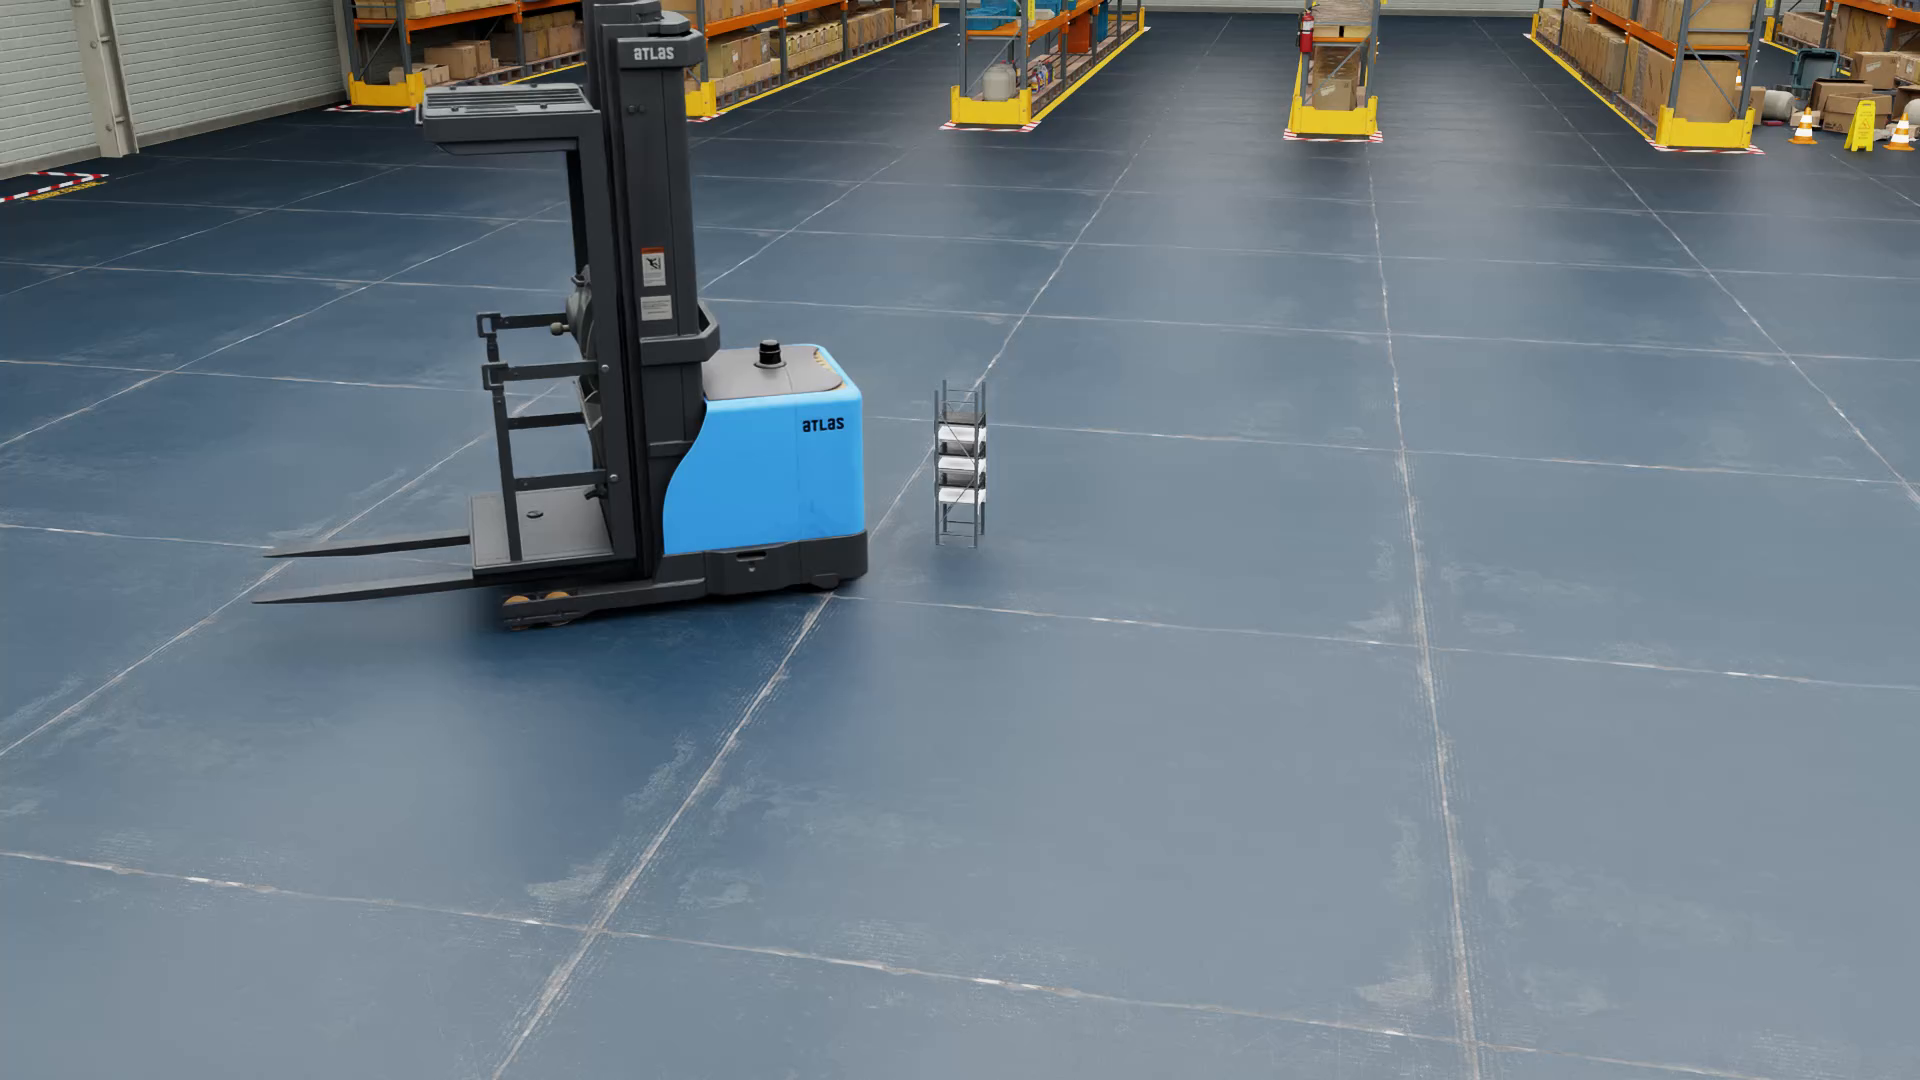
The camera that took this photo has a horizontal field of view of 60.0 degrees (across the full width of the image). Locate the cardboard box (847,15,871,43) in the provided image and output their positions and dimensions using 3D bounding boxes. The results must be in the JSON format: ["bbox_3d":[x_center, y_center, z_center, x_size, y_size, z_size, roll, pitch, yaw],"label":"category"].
[{"bbox_3d":[-2.141,-10.481,34.119,0.500,0.500,0.500,4,22,10],"label":"cardboard box"}]

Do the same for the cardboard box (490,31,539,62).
[{"bbox_3d":[-8.255,-9.145,30.802,0.700,0.500,0.500,5,23,13],"label":"cardboard box"}]

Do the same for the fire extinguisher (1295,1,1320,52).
[{"bbox_3d":[4.868,-7.192,23.299,0.296,0.674,0.183,4,22,11],"label":"fire extinguisher"}]

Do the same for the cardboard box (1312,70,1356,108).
[{"bbox_3d":[5.574,-6.718,24.803,0.500,0.500,0.500,11,24,25],"label":"cardboard box"}]

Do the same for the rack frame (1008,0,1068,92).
[{"bbox_3d":[1.310,-9.075,27.871,1.000,3.000,0.127,4,22,11],"label":"rack frame"}]

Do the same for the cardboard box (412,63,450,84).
[{"bbox_3d":[-8.860,-7.779,27.663,0.500,0.311,0.500,6,23,15],"label":"cardboard box"}]

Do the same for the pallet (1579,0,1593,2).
[{"bbox_3d":[11.851,-9.925,30.238,1.213,0.211,1.003,4,22,11],"label":"pallet"}]

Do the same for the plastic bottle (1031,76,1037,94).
[{"bbox_3d":[1.168,-7.190,26.254,0.097,0.271,0.097,0,22,0],"label":"plastic bottle"}]

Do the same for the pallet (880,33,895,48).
[{"bbox_3d":[-2.035,-10.786,35.852,1.003,0.211,1.213,4,22,11],"label":"pallet"}]

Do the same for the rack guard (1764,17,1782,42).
[{"bbox_3d":[18.313,-11.180,36.443,1.175,0.500,0.348,4,22,11],"label":"rack guard"}]

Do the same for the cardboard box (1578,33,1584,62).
[{"bbox_3d":[11.688,-9.041,30.571,0.500,0.500,0.500,4,22,11],"label":"cardboard box"}]

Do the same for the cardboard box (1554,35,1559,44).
[{"bbox_3d":[12.372,-10.250,34.042,0.380,0.149,0.250,5,22,12],"label":"cardboard box"}]

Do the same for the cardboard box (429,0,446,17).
[{"bbox_3d":[-8.703,-8.652,26.995,0.500,0.250,0.500,4,22,9],"label":"cardboard box"}]

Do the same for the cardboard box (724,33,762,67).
[{"bbox_3d":[-3.631,-8.170,27.738,0.500,0.500,0.500,4,22,11],"label":"cardboard box"}]

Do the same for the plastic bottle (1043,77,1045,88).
[{"bbox_3d":[1.321,-7.431,26.945,0.097,0.201,0.097,0,22,0],"label":"plastic bottle"}]

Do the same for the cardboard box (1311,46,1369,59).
[{"bbox_3d":[7.136,-9.620,31.507,1.225,0.875,0.875,3,22,8],"label":"cardboard box"}]

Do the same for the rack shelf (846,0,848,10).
[{"bbox_3d":[-2.314,-11.314,34.395,1.077,0.370,4.000,4,22,11],"label":"rack shelf"}]

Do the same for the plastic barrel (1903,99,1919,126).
[{"bbox_3d":[13.983,-6.155,24.069,0.421,0.421,0.512,-16,27,-35],"label":"plastic barrel"}]

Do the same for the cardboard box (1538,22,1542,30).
[{"bbox_3d":[13.022,-11.376,36.839,0.380,0.149,0.250,5,22,12],"label":"cardboard box"}]

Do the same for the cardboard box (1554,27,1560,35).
[{"bbox_3d":[12.422,-10.458,34.160,0.380,0.149,0.250,3,22,8],"label":"cardboard box"}]

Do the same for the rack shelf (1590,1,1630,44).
[{"bbox_3d":[11.401,-8.680,27.853,1.077,0.370,4.000,4,22,11],"label":"rack shelf"}]

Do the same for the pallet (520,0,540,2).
[{"bbox_3d":[-8.091,-10.009,30.449,1.003,0.211,1.213,4,22,11],"label":"pallet"}]

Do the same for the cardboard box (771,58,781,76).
[{"bbox_3d":[-3.419,-8.187,28.785,0.500,0.250,0.500,4,22,11],"label":"cardboard box"}]

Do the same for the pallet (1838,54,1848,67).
[{"bbox_3d":[17.409,-9.286,32.128,1.003,0.211,1.213,4,22,11],"label":"pallet"}]

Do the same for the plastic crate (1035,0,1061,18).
[{"bbox_3d":[1.350,-8.580,26.842,0.499,0.251,0.616,4,22,11],"label":"plastic crate"}]

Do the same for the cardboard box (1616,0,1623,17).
[{"bbox_3d":[10.941,-8.725,26.867,0.500,0.500,0.500,4,22,10],"label":"cardboard box"}]

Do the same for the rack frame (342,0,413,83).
[{"bbox_3d":[-9.205,-8.367,26.114,1.000,3.000,0.127,4,22,11],"label":"rack frame"}]

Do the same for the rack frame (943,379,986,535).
[{"bbox_3d":[0.022,-0.458,9.285,0.240,0.900,0.006,4,22,11],"label":"rack frame"}]

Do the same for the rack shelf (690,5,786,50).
[{"bbox_3d":[-3.947,-8.389,27.130,1.077,0.370,4.000,4,22,11],"label":"rack shelf"}]

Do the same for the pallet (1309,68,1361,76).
[{"bbox_3d":[6.563,-8.136,29.273,1.003,0.211,1.213,4,22,11],"label":"pallet"}]

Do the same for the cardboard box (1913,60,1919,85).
[{"bbox_3d":[16.248,-7.627,27.232,0.950,0.372,0.625,5,23,13],"label":"cardboard box"}]

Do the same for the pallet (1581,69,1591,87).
[{"bbox_3d":[11.575,-8.169,29.354,1.003,0.211,1.213,4,22,11],"label":"pallet"}]

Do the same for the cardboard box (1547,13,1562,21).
[{"bbox_3d":[12.753,-11.171,35.533,0.380,0.149,0.250,5,22,12],"label":"cardboard box"}]

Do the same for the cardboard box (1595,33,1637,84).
[{"bbox_3d":[11.233,-8.020,27.701,1.050,0.750,0.750,4,22,11],"label":"cardboard box"}]

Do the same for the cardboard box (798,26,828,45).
[{"bbox_3d":[-2.794,-9.511,31.321,0.500,0.311,0.500,4,22,11],"label":"cardboard box"}]

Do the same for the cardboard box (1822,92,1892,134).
[{"bbox_3d":[12.924,-6.156,23.966,0.797,0.503,0.637,-11,25,-26],"label":"cardboard box"}]

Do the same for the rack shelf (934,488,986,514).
[{"bbox_3d":[0.002,-0.223,9.273,0.258,0.077,0.200,4,22,11],"label":"rack shelf"}]

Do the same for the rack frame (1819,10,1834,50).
[{"bbox_3d":[17.492,-10.868,32.322,1.000,3.000,0.127,4,22,11],"label":"rack frame"}]

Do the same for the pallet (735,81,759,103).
[{"bbox_3d":[-3.989,-7.425,27.507,1.003,0.211,1.213,4,22,11],"label":"pallet"}]

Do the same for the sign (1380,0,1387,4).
[{"bbox_3d":[5.873,-7.595,23.037,0.100,0.325,0.005,4,22,11],"label":"sign"}]

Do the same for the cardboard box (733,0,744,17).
[{"bbox_3d":[-3.934,-8.773,26.989,0.700,0.500,0.500,5,23,13],"label":"cardboard box"}]

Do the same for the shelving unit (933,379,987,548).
[{"bbox_3d":[0.002,-0.420,9.193,0.258,0.900,0.210,4,22,11],"label":"shelving unit"}]

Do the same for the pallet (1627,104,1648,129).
[{"bbox_3d":[10.515,-6.269,24.637,1.003,0.211,1.213,4,22,11],"label":"pallet"}]

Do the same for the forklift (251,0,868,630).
[{"bbox_3d":[-2.059,-1.133,8.243,3.031,2.935,1.130,-6,23,-15],"label":"forklift"}]

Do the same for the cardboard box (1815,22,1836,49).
[{"bbox_3d":[17.725,-10.095,33.272,0.875,0.438,0.875,4,22,10],"label":"cardboard box"}]

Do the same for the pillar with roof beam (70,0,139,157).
[{"bbox_3d":[-6.919,-8.949,19.529,9.100,9.000,0.400,4,22,11],"label":"pillar with roof beam"}]

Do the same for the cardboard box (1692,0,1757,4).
[{"bbox_3d":[10.291,-7.523,22.370,0.875,0.550,0.550,4,22,11],"label":"cardboard box"}]

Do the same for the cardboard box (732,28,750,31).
[{"bbox_3d":[-3.940,-8.575,28.745,0.500,0.500,0.500,4,22,11],"label":"cardboard box"}]

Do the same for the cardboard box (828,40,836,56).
[{"bbox_3d":[-2.693,-9.436,31.887,0.500,0.250,0.500,4,22,10],"label":"cardboard box"}]

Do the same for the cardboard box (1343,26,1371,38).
[{"bbox_3d":[5.634,-7.204,23.562,0.380,0.149,0.250,4,22,11],"label":"cardboard box"}]

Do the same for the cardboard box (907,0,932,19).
[{"bbox_3d":[-0.960,-12.669,39.553,0.500,0.500,0.500,4,22,11],"label":"cardboard box"}]

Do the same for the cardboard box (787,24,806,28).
[{"bbox_3d":[-3.216,-9.734,31.876,0.500,0.311,0.500,4,22,10],"label":"cardboard box"}]
